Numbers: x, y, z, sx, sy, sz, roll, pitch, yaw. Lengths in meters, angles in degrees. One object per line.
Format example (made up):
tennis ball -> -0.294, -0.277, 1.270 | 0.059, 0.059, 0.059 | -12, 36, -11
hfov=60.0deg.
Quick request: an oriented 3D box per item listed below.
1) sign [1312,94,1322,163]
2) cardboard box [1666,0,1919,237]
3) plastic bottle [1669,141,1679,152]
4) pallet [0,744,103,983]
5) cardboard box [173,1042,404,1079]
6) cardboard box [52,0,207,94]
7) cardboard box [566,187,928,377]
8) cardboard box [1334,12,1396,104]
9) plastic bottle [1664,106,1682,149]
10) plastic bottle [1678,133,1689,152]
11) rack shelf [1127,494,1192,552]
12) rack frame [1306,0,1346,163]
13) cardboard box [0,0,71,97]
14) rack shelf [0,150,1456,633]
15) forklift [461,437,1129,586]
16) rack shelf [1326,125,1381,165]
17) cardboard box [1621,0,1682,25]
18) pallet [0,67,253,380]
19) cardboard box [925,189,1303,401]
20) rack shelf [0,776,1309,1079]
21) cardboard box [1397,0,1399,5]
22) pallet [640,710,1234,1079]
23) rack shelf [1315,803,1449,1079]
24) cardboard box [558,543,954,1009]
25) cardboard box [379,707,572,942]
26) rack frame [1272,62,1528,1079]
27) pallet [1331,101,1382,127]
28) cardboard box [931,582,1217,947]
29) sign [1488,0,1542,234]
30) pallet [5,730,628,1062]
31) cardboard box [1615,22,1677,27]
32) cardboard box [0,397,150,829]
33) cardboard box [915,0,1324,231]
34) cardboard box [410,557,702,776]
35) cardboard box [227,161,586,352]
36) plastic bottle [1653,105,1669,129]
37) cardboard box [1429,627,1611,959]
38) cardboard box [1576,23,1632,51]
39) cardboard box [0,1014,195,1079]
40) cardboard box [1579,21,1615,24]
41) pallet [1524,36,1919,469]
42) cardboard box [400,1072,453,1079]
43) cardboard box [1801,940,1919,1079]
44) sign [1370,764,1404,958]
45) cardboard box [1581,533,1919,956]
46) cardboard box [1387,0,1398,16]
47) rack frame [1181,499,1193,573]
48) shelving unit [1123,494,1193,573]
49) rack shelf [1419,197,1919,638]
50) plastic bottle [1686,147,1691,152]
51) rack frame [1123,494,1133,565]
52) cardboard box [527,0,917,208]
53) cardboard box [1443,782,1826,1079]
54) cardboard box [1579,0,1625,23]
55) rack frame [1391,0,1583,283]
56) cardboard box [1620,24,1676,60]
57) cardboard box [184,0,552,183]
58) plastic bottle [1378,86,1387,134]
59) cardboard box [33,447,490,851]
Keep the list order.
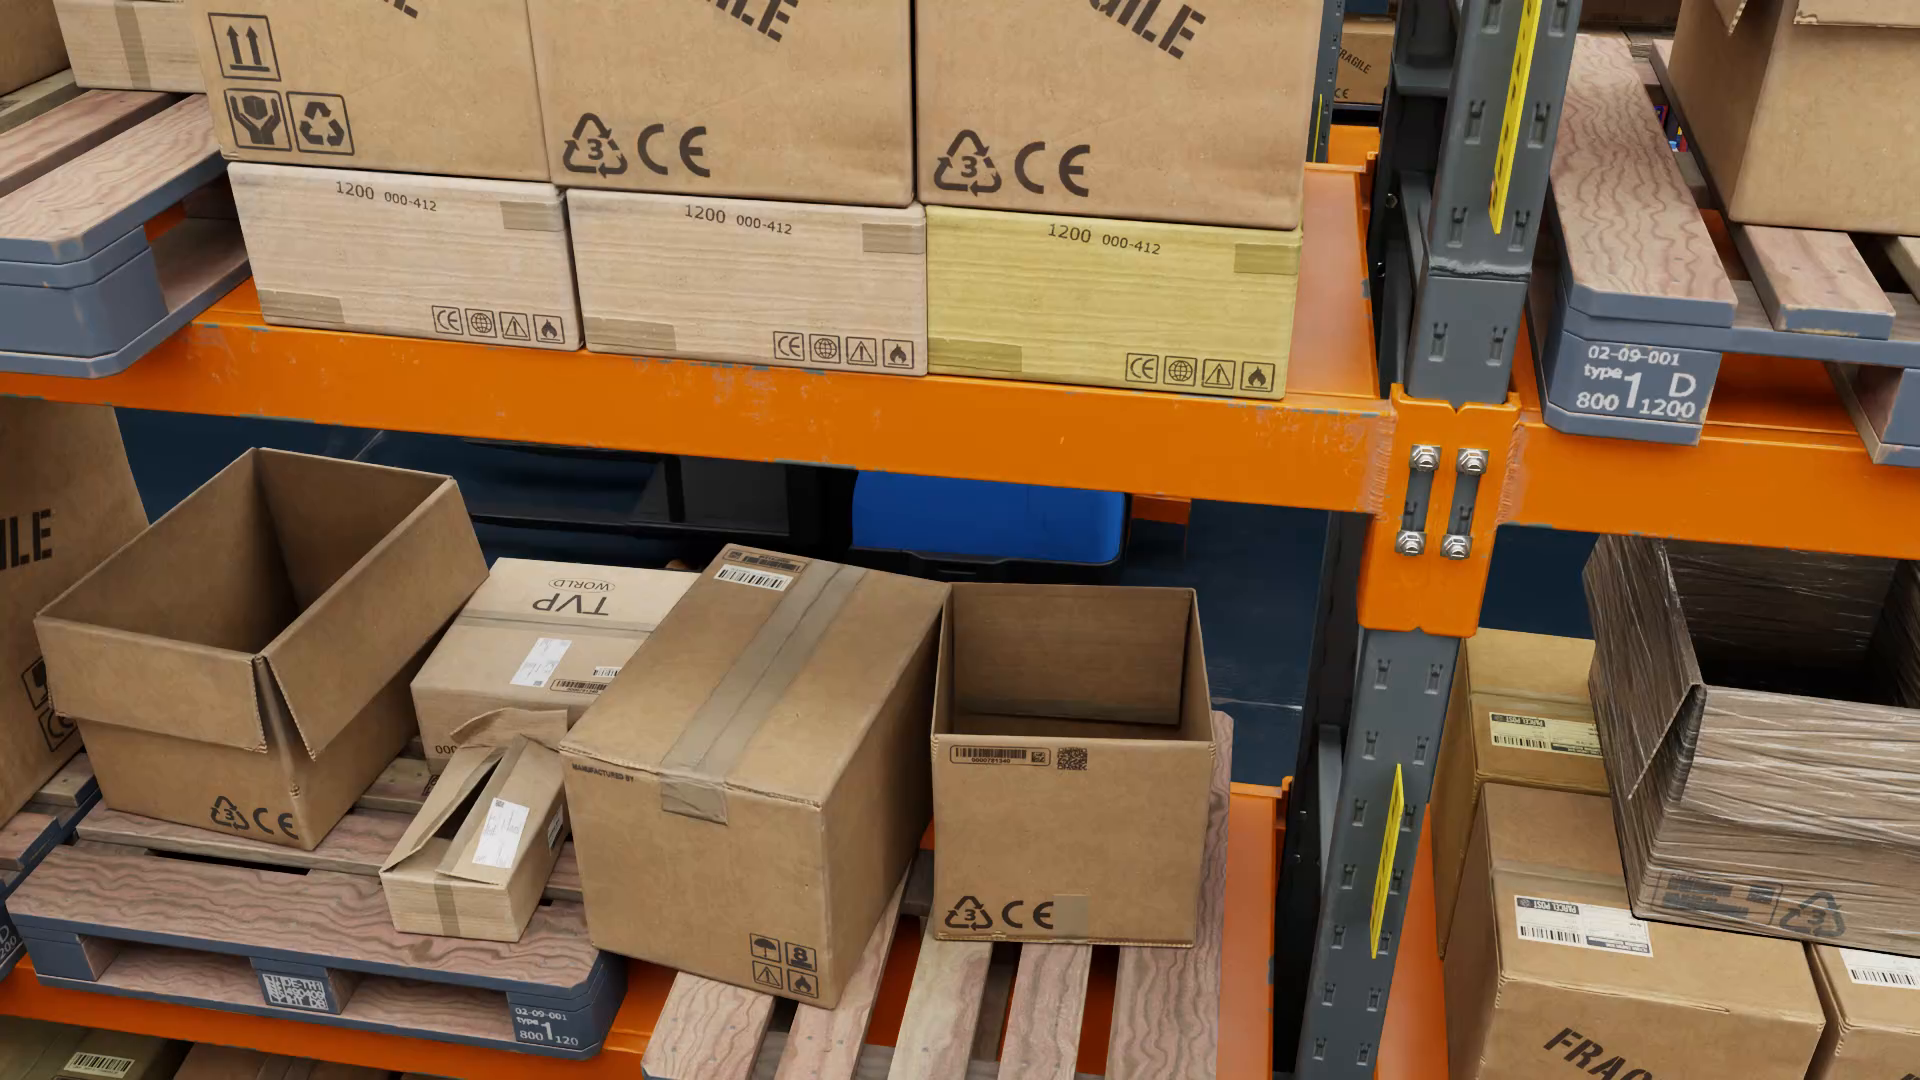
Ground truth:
sign -> 1.496, -1.695, 6.977 | 0.005, 0.325, 0.100 | 5, 32, 8
cardboard box -> 1.362, -0.800, 2.381 | 0.637, 0.503, 0.797 | 7, 33, 11
plastic bottle -> 2.974, -1.545, 7.012 | 0.097, 0.271, 0.097 | 0, 32, 0
pallet -> -2.466, 0.545, 3.733 | 1.213, 0.211, 1.003 | 5, 32, 8
cardboard box -> -1.575, 1.361, 4.190 | 0.500, 0.500, 0.700 | 3, 32, 4
cardboard box -> -1.330, -0.916, 2.883 | 0.250, 0.166, 0.380 | 4, 32, 7
cardboard box -> -0.253, -0.483, 2.508 | 0.500, 0.250, 0.500 | 5, 32, 8
cardboard box -> 2.819, -3.441, 11.862 | 0.500, 0.500, 0.500 | 7, 33, 10
plastic bottle -> 3.329, -1.942, 7.572 | 0.185, 0.351, 0.144 | 5, 32, 8
plastic bottle -> 3.337, -1.858, 7.501 | 0.133, 0.283, 0.061 | 5, 32, 8
rack shelf -> 0.845, -0.129, 6.999 | 0.240, 0.259, 0.215 | 8, 33, 7
rack frame -> 1.582, -1.914, 7.481 | 0.127, 3.000, 1.000 | 5, 32, 8
cardboard box -> -1.819, -0.996, 2.694 | 0.637, 0.503, 0.797 | 6, 33, 10
rack shelf -> -1.223, -0.469, 3.022 | 4.000, 0.370, 1.077 | 5, 32, 8
forklift -> -0.806, -1.255, 6.492 | 3.031, 2.935, 1.130 | 4, 32, 7
rack shelf -> 3.553, -1.430, 7.386 | 4.000, 0.370, 1.077 | 5, 32, 8
cardboard box -> 4.940, -3.852, 11.811 | 0.500, 0.250, 0.500 | 5, 32, 8
pallet -> -1.581, -0.671, 2.844 | 1.003, 0.211, 1.213 | 5, 32, 8
cardboard box -> 0.238, -0.446, 2.449 | 0.500, 0.250, 0.500 | 5, 32, 8
rack shelf -> -1.223, 0.803, 3.818 | 4.000, 0.370, 1.077 | 5, 32, 8
cardboard box -> 3.436, -3.986, 12.025 | 0.500, 0.250, 0.500 | 6, 33, 10
pallet -> 0.028, 0.750, 3.406 | 1.003, 0.211, 1.213 | 5, 32, 8
rack shelf -> 2.720, 1.160, 3.248 | 4.000, 0.370, 1.077 | 5, 32, 8
cardboard box -> -0.358, 0.431, 3.244 | 0.500, 0.500, 0.700 | 10, 33, 15
cardboard box -> -0.941, 0.548, 3.279 | 0.258, 0.266, 0.396 | 4, 32, 7
rack frame -> 0.748, 0.676, 3.342 | 0.127, 3.000, 1.000 | 5, 32, 8
pallet -> 3.148, -3.236, 12.221 | 1.213, 0.211, 1.003 | 5, 32, 8
cardboard box -> 0.209, 0.429, 3.248 | 0.500, 0.500, 0.500 | 1, 32, 2
sign -> 0.655, -0.531, 1.956 | 0.005, 0.325, 0.100 | 5, 32, 8
pallet -> -1.210, 0.602, 3.641 | 1.213, 0.211, 1.003 | 5, 32, 8
cardboard box -> 4.907, -3.535, 12.012 | 0.500, 0.500, 0.500 | 6, 32, 9
cardboard box -> -2.435, 0.031, 3.412 | 1.000, 1.000, 1.000 | 5, 32, 9
cardboard box -> 0.236, -0.761, 2.246 | 0.500, 0.500, 0.500 | 6, 33, 9
cardboard box -> -0.865, 0.292, 3.702 | 0.500, 0.250, 0.500 | 4, 32, 7
cardboard box -> -0.748, -0.529, 2.582 | 0.500, 0.250, 0.500 | 6, 33, 10
plastic bottle -> 3.179, -1.949, 7.647 | 0.133, 0.283, 0.061 | 5, 32, 8
cardboard box -> 1.276, 0.549, 3.452 | 0.500, 0.500, 0.500 | 6, 33, 10
cardboard box -> 4.345, -3.306, 11.646 | 0.500, 0.500, 0.500 | 4, 32, 7
cardboard box -> -2.126, 1.311, 4.270 | 0.500, 0.500, 0.700 | 5, 32, 8
cardboard box -> 4.408, -3.580, 12.084 | 0.500, 0.500, 0.500 | 4, 32, 6
pallet -> 1.392, -0.485, 2.549 | 1.003, 0.211, 1.213 | 7, 33, 10
cardboard box -> -1.025, 1.410, 4.111 | 0.500, 0.500, 0.700 | 8, 33, 12
cardboard box -> 1.690, 0.865, 2.947 | 0.500, 0.500, 0.500 | 4, 32, 7
sign -> 0.666, 0.504, 2.601 | 0.005, 0.325, 0.100 | 5, 32, 8
cardboard box -> 1.466, 0.283, 2.932 | 0.637, 0.503, 0.797 | 6, 33, 10
cardboard box -> 3.380, -3.670, 12.228 | 0.500, 0.500, 0.500 | 6, 33, 10
rack frame -> 0.979, -0.356, 6.830 | 0.008, 1.050, 0.200 | 8, 33, 7
shelving unit -> 0.859, -0.372, 6.844 | 0.252, 1.050, 0.215 | 8, 33, 7
rack shelf -> 2.720, -0.112, 2.452 | 4.000, 0.370, 1.077 | 5, 32, 8
plastic bottle -> 3.085, -1.530, 6.977 | 0.133, 0.283, 0.061 | 5, 32, 8
rack frame -> 0.739, -0.388, 6.858 | 0.008, 1.050, 0.200 | 8, 33, 7
cardboard box -> -0.271, -0.801, 2.310 | 0.500, 0.500, 0.500 | 5, 32, 8
cardboard box -> 1.182, 0.820, 3.019 | 0.500, 0.500, 0.500 | 6, 33, 10
cardboard box -> 4.445, -3.896, 11.882 | 0.500, 0.250, 0.500 | 5, 32, 7
rack frame -> 0.748, -1.866, 1.750 | 0.127, 3.000, 1.000 | 5, 32, 8
cardboard box -> 4.847, -3.262, 11.575 | 0.500, 0.500, 0.500 | 6, 32, 9
cardboard box -> -0.757, -0.853, 2.394 | 0.500, 0.500, 0.500 | 6, 32, 9
plastic bottle -> 2.052, -2.052, 7.810 | 0.133, 0.283, 0.061 | 5, 32, 8
cardboard box -> -1.470, 0.204, 3.604 | 0.637, 0.503, 0.797 | 8, 33, 13
